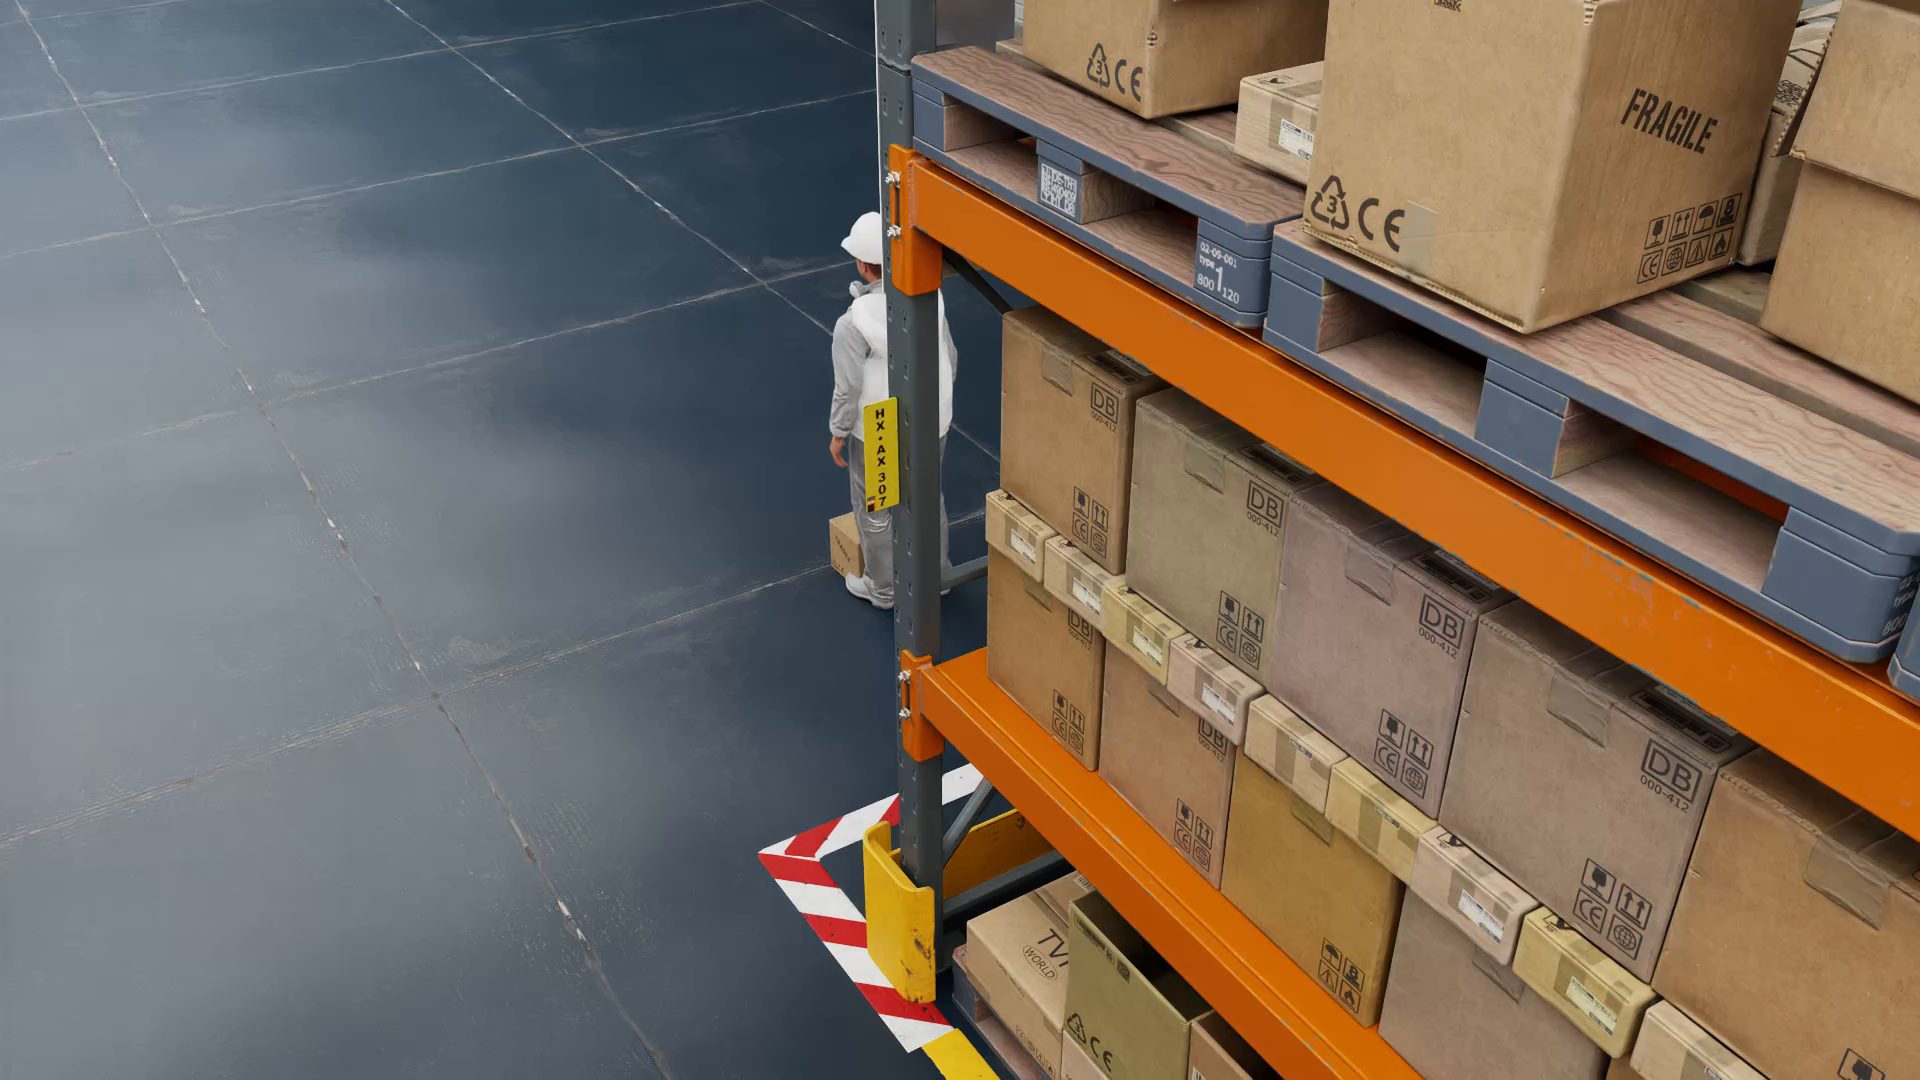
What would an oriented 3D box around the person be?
[{"bbox_3d":[-0.276,-0.495,6.895,0.589,1.770,0.465,-21,38,-29],"label":"person"}]
